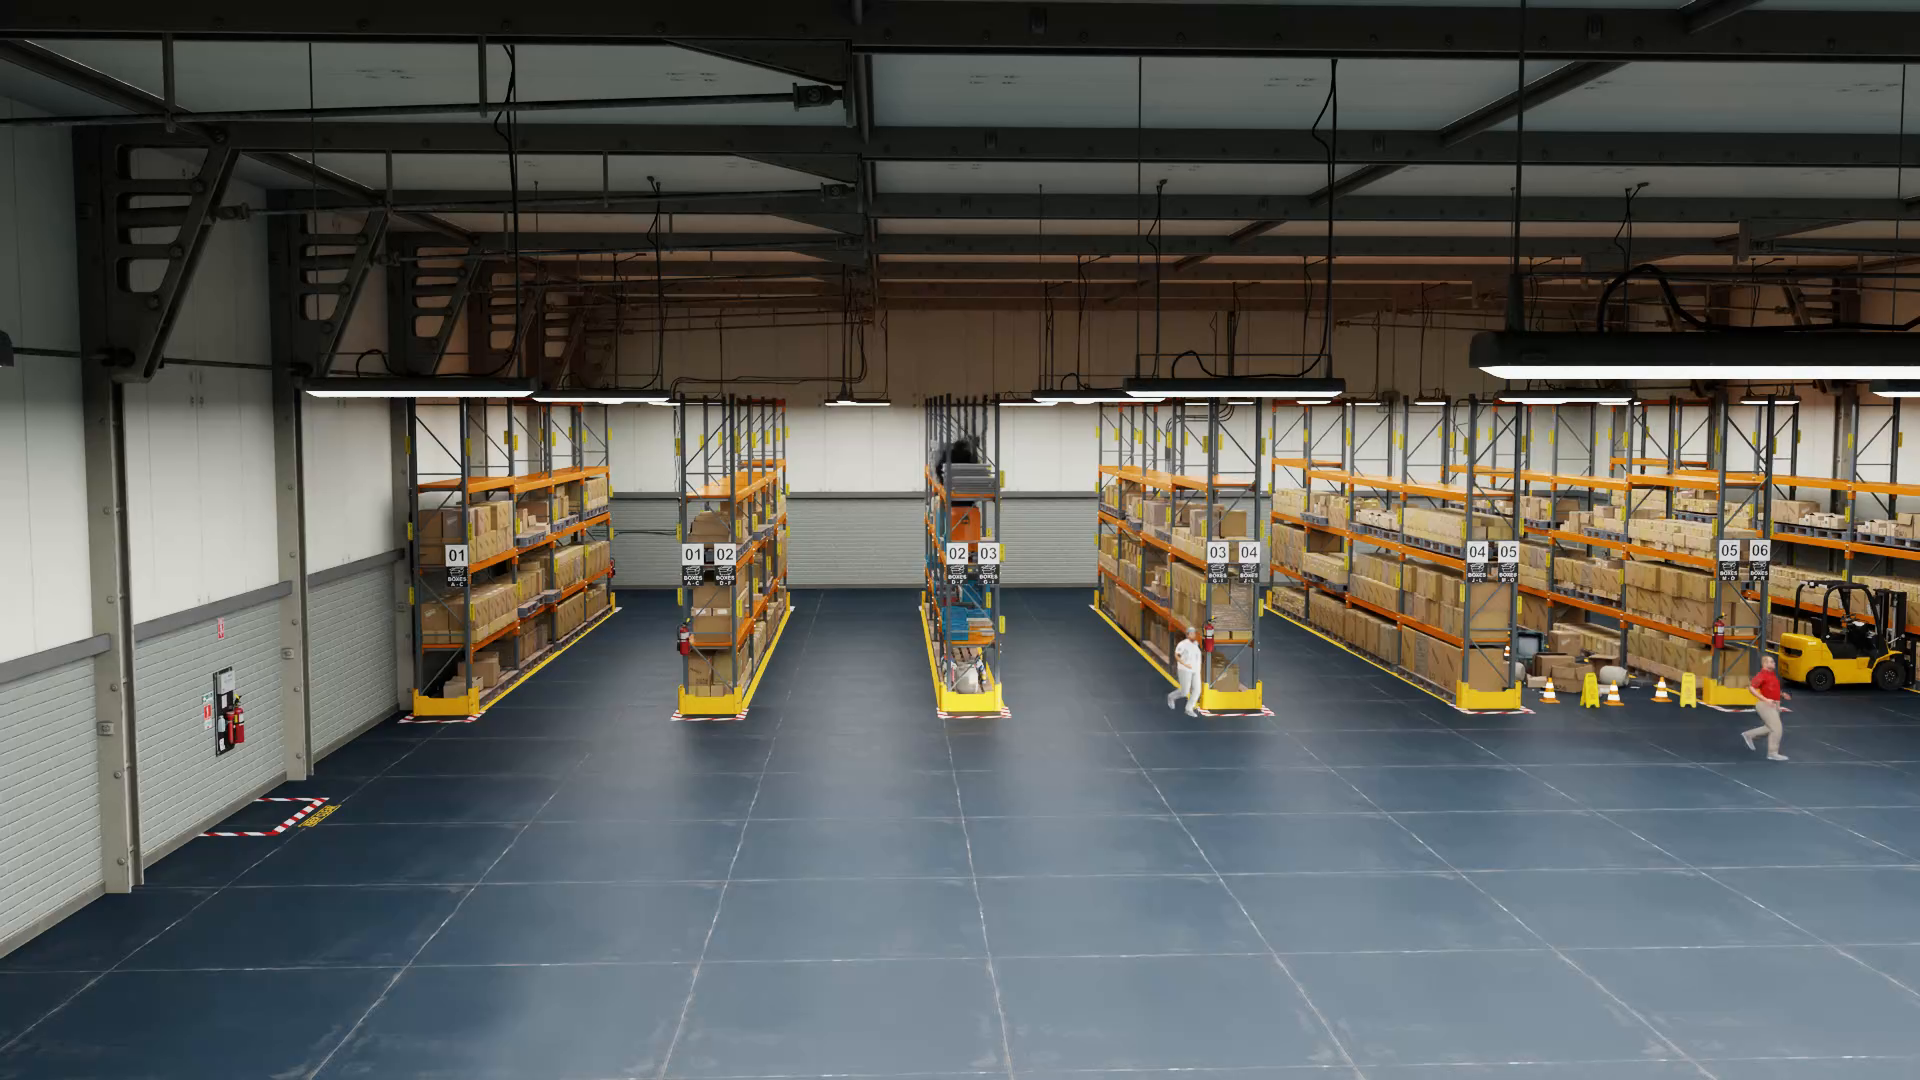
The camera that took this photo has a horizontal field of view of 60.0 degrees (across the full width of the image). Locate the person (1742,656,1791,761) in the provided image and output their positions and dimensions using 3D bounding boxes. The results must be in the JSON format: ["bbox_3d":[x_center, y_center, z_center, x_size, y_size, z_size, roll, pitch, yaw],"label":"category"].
[{"bbox_3d":[13.181,2.730,27.212,0.672,1.682,0.779,-4,6,-44],"label":"person"}]

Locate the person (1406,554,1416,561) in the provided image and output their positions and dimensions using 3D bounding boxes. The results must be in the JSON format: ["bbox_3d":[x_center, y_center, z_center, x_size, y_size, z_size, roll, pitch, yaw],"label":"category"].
[{"bbox_3d":[13.272,0.943,49.380,0.881,1.786,0.670,0,5,3],"label":"person"}]

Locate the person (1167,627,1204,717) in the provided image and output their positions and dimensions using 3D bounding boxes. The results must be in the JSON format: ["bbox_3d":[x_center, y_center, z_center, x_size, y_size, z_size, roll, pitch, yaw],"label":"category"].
[{"bbox_3d":[4.238,2.430,30.936,0.635,1.634,0.676,-3,5,-34],"label":"person"}]

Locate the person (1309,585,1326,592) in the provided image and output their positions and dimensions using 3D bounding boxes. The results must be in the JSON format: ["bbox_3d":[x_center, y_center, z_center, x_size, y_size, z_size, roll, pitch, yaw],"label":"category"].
[{"bbox_3d":[10.448,0.990,49.017,0.688,1.722,0.845,-3,5,-35],"label":"person"}]

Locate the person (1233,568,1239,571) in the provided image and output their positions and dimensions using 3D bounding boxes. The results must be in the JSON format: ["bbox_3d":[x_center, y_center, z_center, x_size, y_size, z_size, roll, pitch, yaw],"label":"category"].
[{"bbox_3d":[7.734,1.118,48.040,0.791,1.721,0.718,4,6,42],"label":"person"}]
